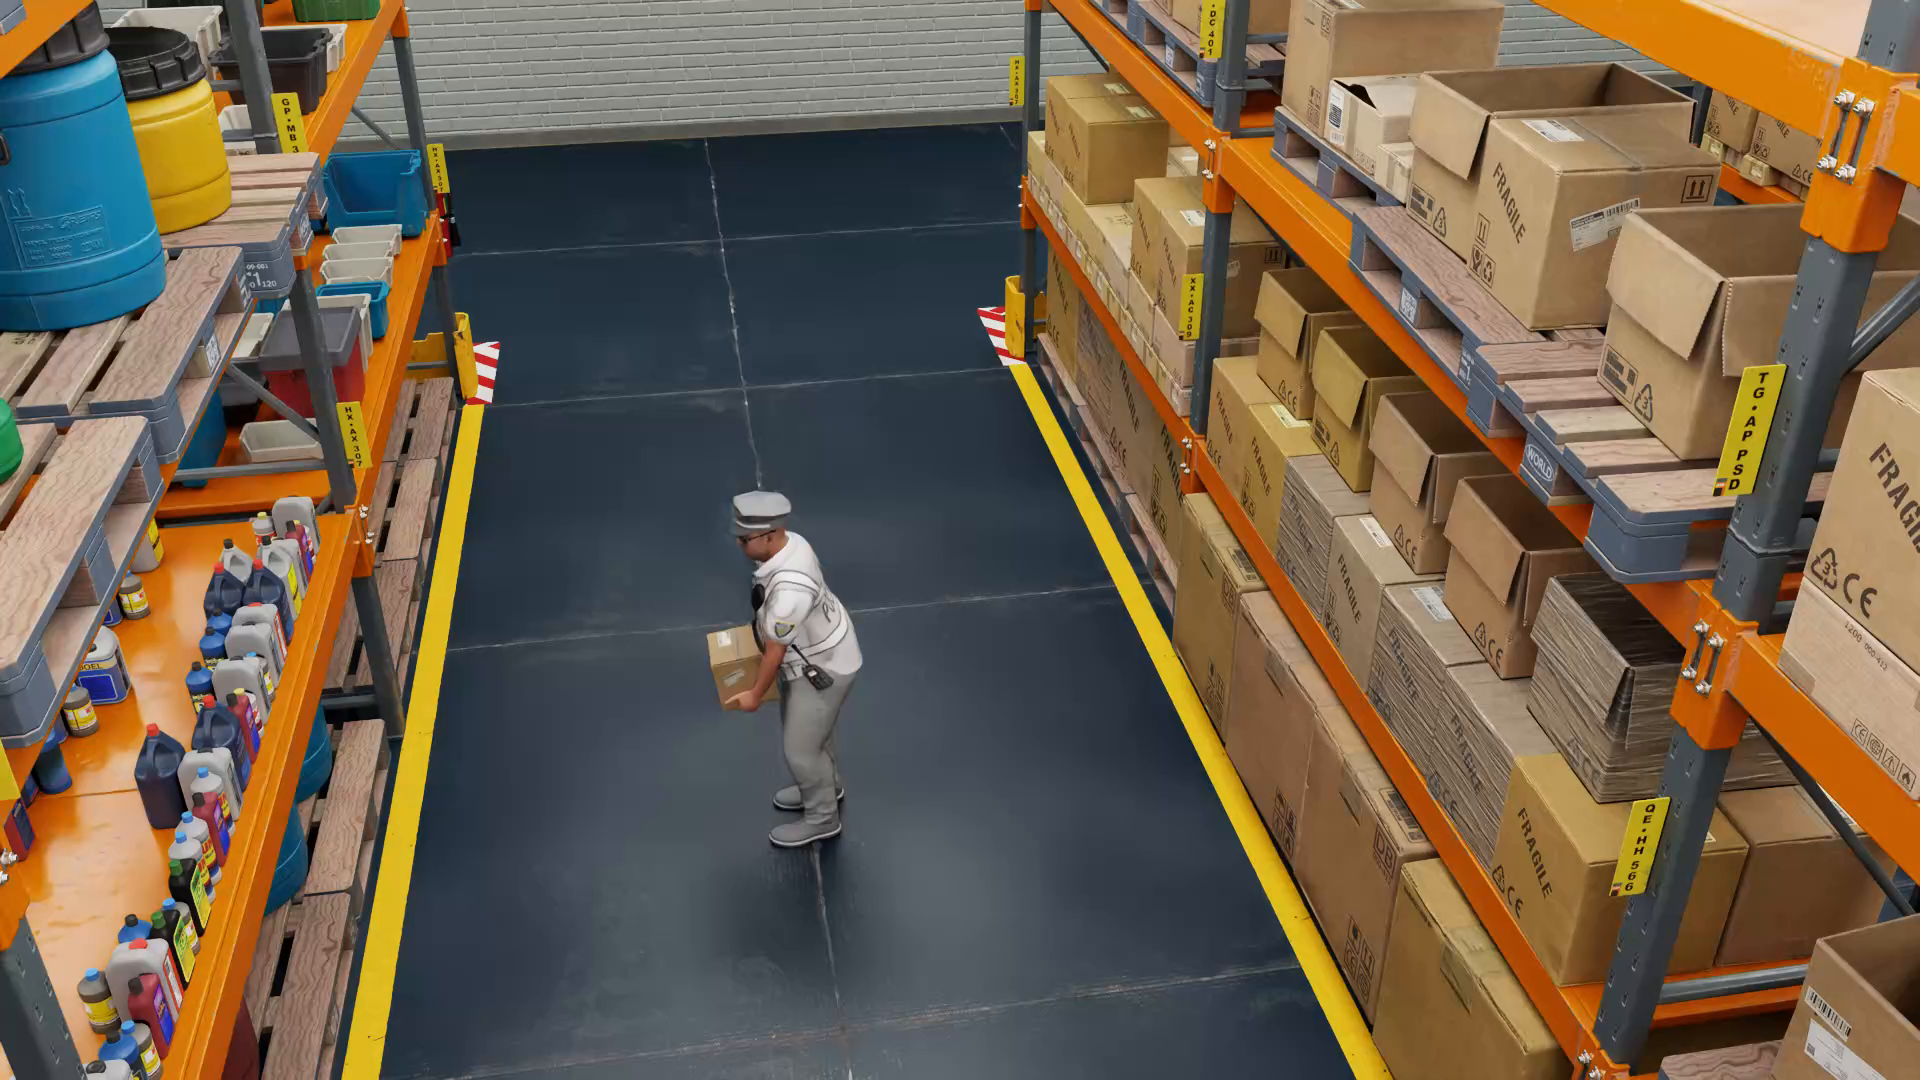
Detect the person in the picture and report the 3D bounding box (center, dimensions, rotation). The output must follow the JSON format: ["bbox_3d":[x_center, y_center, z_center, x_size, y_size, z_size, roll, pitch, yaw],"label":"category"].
[{"bbox_3d":[-0.729,0.562,7.215,0.604,1.722,0.478,-6,31,-10],"label":"person"}]
